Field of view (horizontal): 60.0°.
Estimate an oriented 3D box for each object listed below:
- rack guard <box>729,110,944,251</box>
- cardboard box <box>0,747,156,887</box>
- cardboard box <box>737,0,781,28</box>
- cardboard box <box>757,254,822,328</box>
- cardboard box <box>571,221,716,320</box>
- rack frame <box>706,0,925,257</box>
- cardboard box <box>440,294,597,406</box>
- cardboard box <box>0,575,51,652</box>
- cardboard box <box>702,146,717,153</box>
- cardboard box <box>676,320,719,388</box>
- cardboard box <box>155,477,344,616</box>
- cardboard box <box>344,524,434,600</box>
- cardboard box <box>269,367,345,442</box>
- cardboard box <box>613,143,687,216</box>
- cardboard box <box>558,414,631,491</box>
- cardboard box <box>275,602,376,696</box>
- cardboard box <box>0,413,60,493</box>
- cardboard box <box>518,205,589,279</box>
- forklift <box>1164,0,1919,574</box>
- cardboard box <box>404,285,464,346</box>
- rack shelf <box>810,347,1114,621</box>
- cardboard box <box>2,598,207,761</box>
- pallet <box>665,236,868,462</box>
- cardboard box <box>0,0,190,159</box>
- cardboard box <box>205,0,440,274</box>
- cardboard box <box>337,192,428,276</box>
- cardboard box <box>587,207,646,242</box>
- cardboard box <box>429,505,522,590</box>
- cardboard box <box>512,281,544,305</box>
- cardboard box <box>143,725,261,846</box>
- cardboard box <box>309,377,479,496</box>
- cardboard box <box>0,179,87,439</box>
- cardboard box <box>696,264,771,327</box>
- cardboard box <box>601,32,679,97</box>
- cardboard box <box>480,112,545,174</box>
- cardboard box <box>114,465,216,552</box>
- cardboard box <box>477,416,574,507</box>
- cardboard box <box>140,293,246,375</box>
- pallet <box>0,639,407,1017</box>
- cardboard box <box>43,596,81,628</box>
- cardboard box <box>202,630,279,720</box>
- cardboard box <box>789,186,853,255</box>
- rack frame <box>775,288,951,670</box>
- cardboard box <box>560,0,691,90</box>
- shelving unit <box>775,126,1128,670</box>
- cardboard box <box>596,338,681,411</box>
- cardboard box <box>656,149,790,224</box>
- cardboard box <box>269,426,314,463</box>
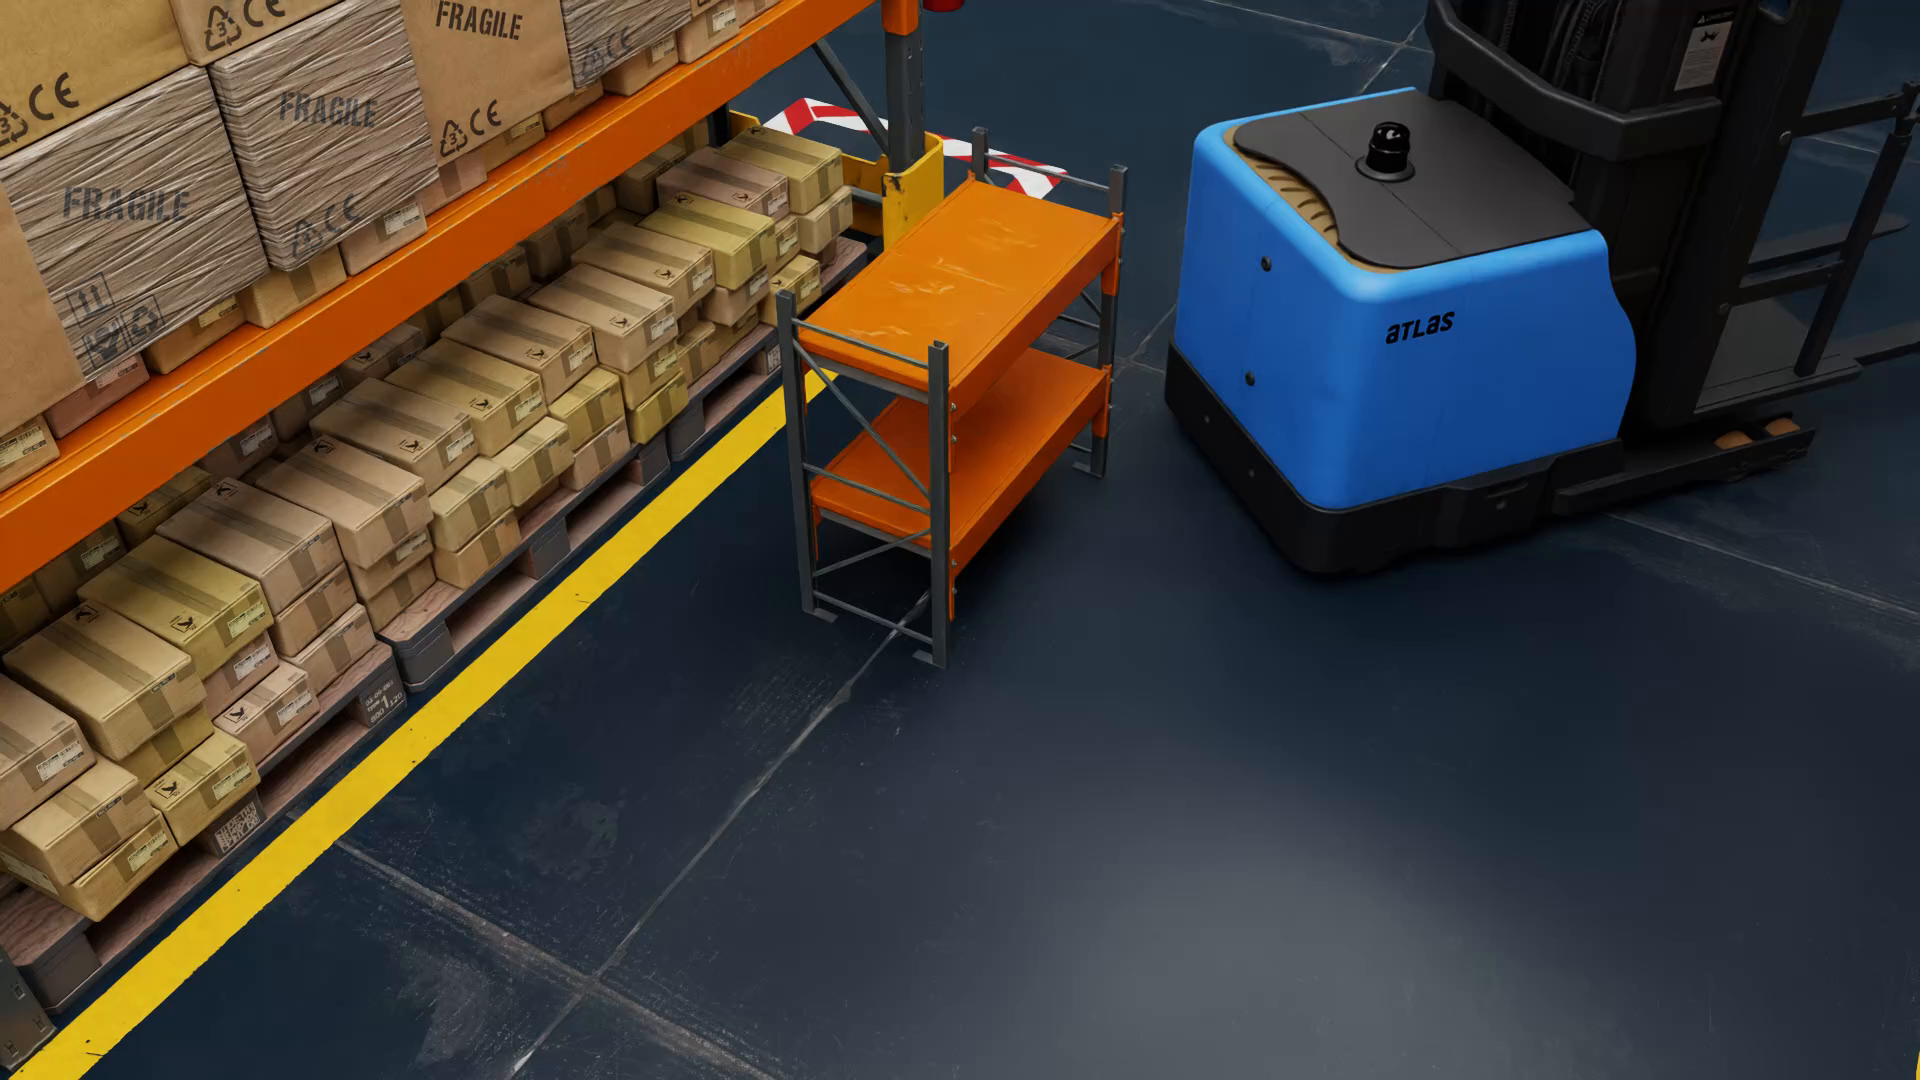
[{"bbox_3d":[-0.630,-1.400,6.462,1.175,0.500,0.348,21,45,22],"label":"rack guard"},{"bbox_3d":[-2.135,0.606,3.906,0.380,0.149,0.250,23,46,24],"label":"cardboard box"},{"bbox_3d":[-0.780,-1.729,5.134,0.380,0.149,0.250,20,45,22],"label":"cardboard box"},{"bbox_3d":[-0.716,-0.918,5.863,0.380,0.149,0.250,22,46,23],"label":"cardboard box"},{"bbox_3d":[-1.017,-0.864,5.350,0.380,0.149,0.250,19,45,20],"label":"cardboard box"},{"bbox_3d":[-0.592,-2.382,5.685,1.000,3.000,0.127,21,45,22],"label":"rack frame"},{"bbox_3d":[-1.331,-0.577,5.025,0.380,0.149,0.250,19,45,21],"label":"cardboard box"},{"bbox_3d":[-2.547,0.147,4.202,0.380,0.149,0.250,21,46,23],"label":"cardboard box"},{"bbox_3d":[-1.076,-1.366,6.146,0.380,0.149,0.250,23,46,24],"label":"cardboard box"},{"bbox_3d":[-1.035,-0.650,5.558,0.380,0.149,0.250,21,46,22],"label":"cardboard box"},{"bbox_3d":[-1.858,0.012,4.356,0.380,0.149,0.250,20,45,21],"label":"cardboard box"},{"bbox_3d":[-1.700,-0.023,4.620,0.380,0.149,0.250,23,46,24],"label":"cardboard box"},{"bbox_3d":[-2.052,-0.464,4.897,0.380,0.149,0.250,19,45,21],"label":"cardboard box"},{"bbox_3d":[-1.182,-1.308,5.854,0.380,0.149,0.250,22,46,23],"label":"cardboard box"},{"bbox_3d":[-1.262,-0.334,5.199,0.380,0.149,0.250,22,46,23],"label":"cardboard box"},{"bbox_3d":[-1.837,0.244,4.543,0.380,0.149,0.250,20,45,21],"label":"cardboard box"},{"bbox_3d":[-2.103,-0.225,3.426,0.380,0.149,0.250,22,46,23],"label":"cardboard box"},{"bbox_3d":[-1.471,-1.037,5.547,0.380,0.149,0.250,19,45,20],"label":"cardboard box"},{"bbox_3d":[2.269,-1.604,4.854,3.031,2.935,1.130,-14,43,-15],"label":"forklift"},{"bbox_3d":[-1.789,-0.746,5.216,0.380,0.149,0.250,22,46,23],"label":"cardboard box"},{"bbox_3d":[0.003,-0.243,5.044,0.538,0.278,1.000,21,45,22],"label":"rack shelf"},{"bbox_3d":[-2.052,0.330,3.995,0.380,0.149,0.250,23,46,24],"label":"cardboard box"},{"bbox_3d":[-1.067,-0.838,6.042,1.003,0.211,1.213,21,45,22],"label":"pallet"},{"bbox_3d":[-1.910,-1.096,3.168,0.500,0.500,0.500,20,45,21],"label":"cardboard box"},{"bbox_3d":[-1.603,-1.004,3.820,0.500,0.500,0.500,20,45,21],"label":"cardboard box"},{"bbox_3d":[-1.551,-0.822,4.104,0.380,0.149,0.250,23,46,24],"label":"cardboard box"},{"bbox_3d":[-1.308,-1.059,5.797,0.380,0.149,0.250,21,46,23],"label":"cardboard box"},{"bbox_3d":[-1.519,-0.038,4.863,0.380,0.149,0.250,20,45,21],"label":"cardboard box"},{"bbox_3d":[-1.581,-0.765,5.463,0.380,0.149,0.250,19,45,20],"label":"cardboard box"},{"bbox_3d":[-2.000,0.565,4.178,0.380,0.149,0.250,22,46,23],"label":"cardboard box"},{"bbox_3d":[-1.595,-0.290,4.699,0.380,0.149,0.250,19,45,20],"label":"cardboard box"},{"bbox_3d":[-2.127,-0.442,3.182,0.500,0.500,0.500,20,45,21],"label":"cardboard box"},{"bbox_3d":[-0.867,-0.887,5.601,0.380,0.149,0.250,19,45,20],"label":"cardboard box"},{"bbox_3d":[-1.044,-1.434,4.799,0.380,0.149,0.250,19,45,20],"label":"cardboard box"},{"bbox_3d":[-1.350,-1.142,4.467,0.380,0.149,0.250,22,46,23],"label":"cardboard box"},{"bbox_3d":[-2.231,-0.120,4.506,0.380,0.149,0.250,22,46,23],"label":"cardboard box"},{"bbox_3d":[-1.373,-0.279,4.911,0.380,0.149,0.250,21,46,22],"label":"cardboard box"},{"bbox_3d":[-1.874,-0.548,3.793,0.380,0.149,0.250,19,45,20],"label":"cardboard box"},{"bbox_3d":[-2.288,0.558,4.457,1.003,0.211,1.213,21,45,22],"label":"pallet"},{"bbox_3d":[-2.467,0.104,4.476,0.380,0.149,0.250,19,45,21],"label":"cardboard box"},{"bbox_3d":[-1.995,0.280,4.276,0.380,0.149,0.250,21,45,22],"label":"cardboard box"},{"bbox_3d":[-0.609,-1.185,5.940,0.380,0.149,0.250,20,45,21],"label":"cardboard box"},{"bbox_3d":[-0.251,-0.135,4.552,0.500,1.125,0.032,21,45,22],"label":"rack frame"},{"bbox_3d":[-1.101,-1.602,4.499,0.500,0.500,0.500,21,46,22],"label":"cardboard box"},{"bbox_3d":[0.003,-0.426,4.883,0.538,1.125,1.048,21,45,22],"label":"shelving unit"},{"bbox_3d":[-1.115,-0.586,5.260,0.380,0.149,0.250,22,46,23],"label":"cardboard box"},{"bbox_3d":[-0.813,-1.181,5.711,0.380,0.149,0.250,22,46,23],"label":"cardboard box"},{"bbox_3d":[-1.995,-0.306,4.942,0.380,0.149,0.250,19,45,20],"label":"cardboard box"}]
